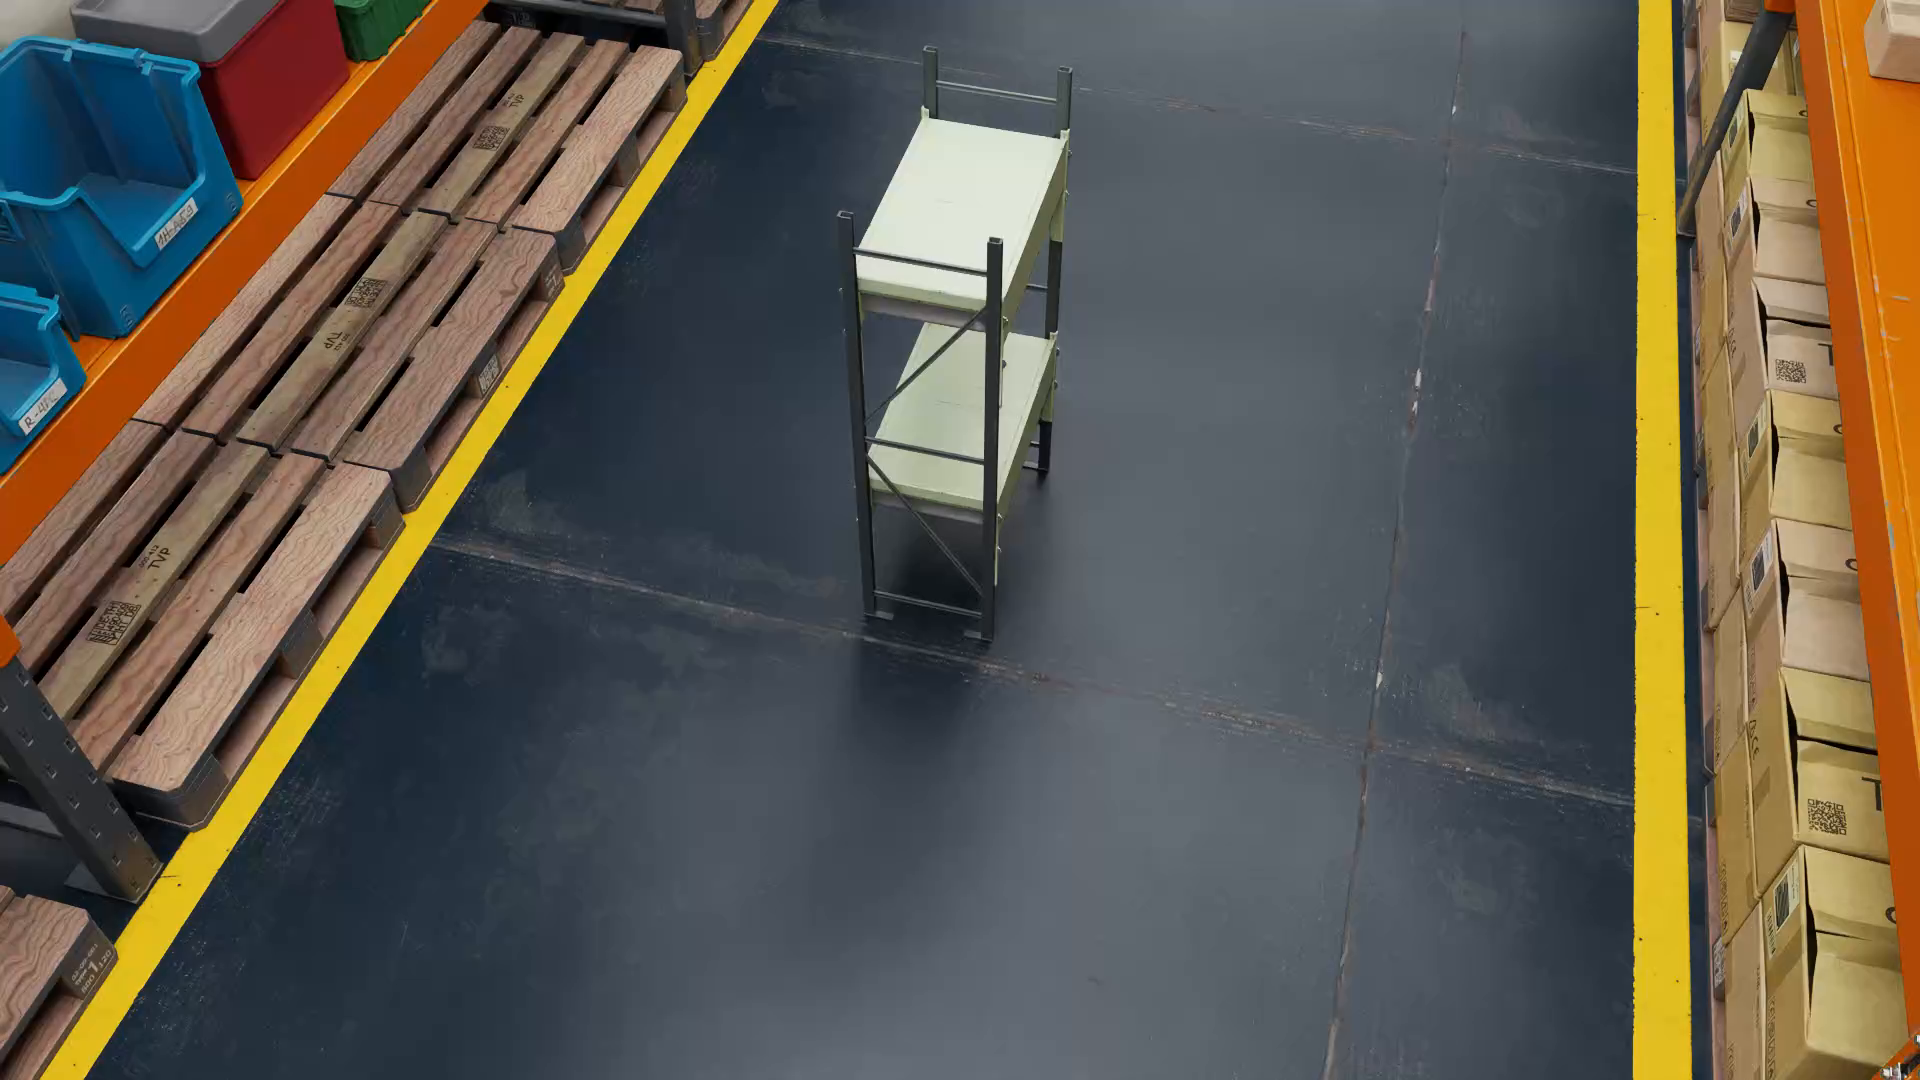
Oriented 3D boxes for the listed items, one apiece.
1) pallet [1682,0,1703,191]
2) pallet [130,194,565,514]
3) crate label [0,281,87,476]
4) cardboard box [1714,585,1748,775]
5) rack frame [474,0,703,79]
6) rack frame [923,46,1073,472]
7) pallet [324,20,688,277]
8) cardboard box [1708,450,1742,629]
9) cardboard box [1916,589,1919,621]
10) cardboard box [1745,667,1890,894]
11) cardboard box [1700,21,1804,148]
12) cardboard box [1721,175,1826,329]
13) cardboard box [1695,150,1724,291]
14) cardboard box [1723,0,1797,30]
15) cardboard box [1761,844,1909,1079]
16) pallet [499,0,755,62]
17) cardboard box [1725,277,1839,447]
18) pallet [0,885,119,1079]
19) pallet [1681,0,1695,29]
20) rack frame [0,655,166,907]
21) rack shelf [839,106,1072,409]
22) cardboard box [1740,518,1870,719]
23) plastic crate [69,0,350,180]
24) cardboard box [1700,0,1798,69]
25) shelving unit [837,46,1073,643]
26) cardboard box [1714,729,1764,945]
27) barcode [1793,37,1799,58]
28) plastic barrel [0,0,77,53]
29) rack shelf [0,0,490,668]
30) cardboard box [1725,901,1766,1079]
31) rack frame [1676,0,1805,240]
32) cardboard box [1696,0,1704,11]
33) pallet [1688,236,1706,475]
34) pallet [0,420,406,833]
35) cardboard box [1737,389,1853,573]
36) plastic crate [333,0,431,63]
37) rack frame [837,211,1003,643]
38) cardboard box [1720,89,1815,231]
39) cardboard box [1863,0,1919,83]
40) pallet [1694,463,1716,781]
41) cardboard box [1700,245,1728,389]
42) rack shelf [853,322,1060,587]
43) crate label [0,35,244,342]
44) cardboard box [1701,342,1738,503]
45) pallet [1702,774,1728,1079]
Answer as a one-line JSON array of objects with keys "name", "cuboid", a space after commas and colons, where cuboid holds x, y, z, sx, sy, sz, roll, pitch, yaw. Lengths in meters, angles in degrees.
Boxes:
[{"name": "pallet", "cuboid": [3.444, -1.726, 6.632, 1.003, 0.211, 1.213, 12, 50, 10]}, {"name": "pallet", "cuboid": [-2.072, -0.678, 5.707, 1.003, 0.211, 1.213, 12, 50, 10]}, {"name": "crate label", "cuboid": [-2.164, -0.344, 3.664, 0.303, 0.233, 0.416, 12, 50, 10]}, {"name": "cardboard box", "cuboid": [2.312, 0.418, 4.435, 0.500, 0.250, 0.500, 13, 50, 11]}, {"name": "rack frame", "cuboid": [-1.584, -3.061, 5.951, 1.000, 3.000, 0.127, 12, 50, 10]}, {"name": "rack frame", "cuboid": [0.098, -0.766, 4.926, 0.400, 1.500, 0.023, 12, 50, 10]}, {"name": "pallet", "cuboid": [-1.753, -1.563, 6.489, 1.003, 0.211, 1.213, 12, 50, 10]}, {"name": "cardboard box", "cuboid": [2.444, 0.045, 4.764, 0.500, 0.250, 0.500, 12, 50, 11]}, {"name": "cardboard box", "cuboid": [2.111, 0.190, 3.249, 0.380, 0.149, 0.250, 12, 50, 10]}, {"name": "cardboard box", "cuboid": [2.172, 0.593, 3.906, 0.500, 0.311, 0.500, 11, 49, 9]}, {"name": "cardboard box", "cuboid": [3.105, -1.689, 6.294, 0.500, 0.250, 0.500, 12, 50, 10]}, {"name": "cardboard box", "cuboid": [2.708, -0.885, 5.210, 0.500, 0.311, 0.500, 11, 49, 10]}, {"name": "cardboard box", "cuboid": [2.849, -1.068, 5.745, 0.500, 0.250, 0.500, 10, 49, 9]}, {"name": "cardboard box", "cuboid": [3.248, -2.296, 6.330, 0.500, 0.500, 0.500, 12, 50, 10]}, {"name": "cardboard box", "cuboid": [2.041, 0.970, 3.573, 0.500, 0.311, 0.500, 13, 50, 11]}, {"name": "pallet", "cuboid": [-1.367, -2.616, 7.418, 1.003, 0.211, 1.213, 12, 50, 10]}, {"name": "cardboard box", "cuboid": [2.573, -0.511, 4.880, 0.500, 0.311, 0.500, 10, 49, 9]}, {"name": "pallet", "cuboid": [-2.804, 1.333, 3.933, 1.003, 0.211, 1.213, 12, 50, 10]}, {"name": "pallet", "cuboid": [3.763, -2.611, 7.413, 1.003, 0.211, 1.213, 12, 50, 10]}, {"name": "rack frame", "cuboid": [-2.637, -0.168, 3.398, 1.000, 3.000, 0.127, 12, 50, 10]}, {"name": "rack shelf", "cuboid": [0.002, -0.759, 4.399, 0.431, 0.370, 0.720, 12, 50, 10]}, {"name": "cardboard box", "cuboid": [2.307, 0.228, 4.228, 0.500, 0.311, 0.500, 11, 50, 10]}, {"name": "plastic crate", "cuboid": [-1.916, -1.298, 4.352, 0.402, 0.464, 0.583, 12, 50, 10]}, {"name": "cardboard box", "cuboid": [3.246, -2.049, 6.611, 0.500, 0.250, 0.500, 12, 50, 10]}, {"name": "shelving unit", "cuboid": [0.002, -0.501, 4.692, 0.431, 1.500, 0.755, 12, 50, 10]}, {"name": "cardboard box", "cuboid": [2.176, 0.781, 4.114, 0.500, 0.250, 0.500, 11, 49, 10]}, {"name": "barcode", "cuboid": [2.725, -1.615, 5.408, 0.001, 0.075, 0.075, 12, 50, 10]}, {"name": "plastic barrel", "cuboid": [-2.461, -1.296, 4.319, 0.421, 0.512, 0.421, 0, 49, 0]}, {"name": "rack shelf", "cuboid": [-2.110, -1.377, 4.944, 1.077, 0.370, 4.000, 12, 50, 10]}, {"name": "cardboard box", "cuboid": [2.044, 1.154, 3.785, 0.500, 0.250, 0.500, 13, 50, 11]}, {"name": "rack frame", "cuboid": [3.194, -2.081, 5.086, 1.000, 3.000, 0.127, 12, 50, 10]}, {"name": "cardboard box", "cuboid": [3.364, -2.413, 6.933, 0.500, 0.250, 0.500, 12, 50, 10]}, {"name": "pallet", "cuboid": [3.038, -0.618, 5.655, 1.003, 0.211, 1.213, 12, 50, 10]}, {"name": "pallet", "cuboid": [-2.395, 0.202, 4.931, 1.003, 0.211, 1.213, 12, 50, 10]}, {"name": "cardboard box", "cuboid": [2.441, -0.134, 4.547, 0.500, 0.311, 0.500, 13, 50, 11]}, {"name": "plastic crate", "cuboid": [-1.770, -1.676, 4.870, 0.450, 0.188, 0.662, 12, 50, 10]}, {"name": "rack frame", "cuboid": [-0.095, -0.236, 4.458, 0.400, 1.500, 0.023, 12, 50, 10]}, {"name": "cardboard box", "cuboid": [2.845, -1.246, 5.529, 0.500, 0.311, 0.500, 12, 50, 10]}, {"name": "cardboard box", "cuboid": [2.763, -1.398, 4.650, 0.380, 0.149, 0.250, 12, 50, 10]}, {"name": "pallet", "cuboid": [2.718, 0.267, 4.873, 1.003, 0.211, 1.213, 12, 50, 10]}, {"name": "cardboard box", "cuboid": [2.713, -0.698, 5.419, 0.500, 0.250, 0.500, 13, 50, 11]}, {"name": "rack shelf", "cuboid": [0.002, -0.285, 4.936, 0.431, 0.370, 0.720, 12, 50, 10]}, {"name": "crate label", "cuboid": [-2.114, -0.845, 3.972, 0.502, 0.435, 0.616, 12, 50, 10]}, {"name": "cardboard box", "cuboid": [2.579, -0.323, 5.088, 0.500, 0.250, 0.500, 10, 49, 9]}, {"name": "pallet", "cuboid": [2.395, 1.147, 4.097, 1.003, 0.211, 1.213, 12, 50, 10]}]
